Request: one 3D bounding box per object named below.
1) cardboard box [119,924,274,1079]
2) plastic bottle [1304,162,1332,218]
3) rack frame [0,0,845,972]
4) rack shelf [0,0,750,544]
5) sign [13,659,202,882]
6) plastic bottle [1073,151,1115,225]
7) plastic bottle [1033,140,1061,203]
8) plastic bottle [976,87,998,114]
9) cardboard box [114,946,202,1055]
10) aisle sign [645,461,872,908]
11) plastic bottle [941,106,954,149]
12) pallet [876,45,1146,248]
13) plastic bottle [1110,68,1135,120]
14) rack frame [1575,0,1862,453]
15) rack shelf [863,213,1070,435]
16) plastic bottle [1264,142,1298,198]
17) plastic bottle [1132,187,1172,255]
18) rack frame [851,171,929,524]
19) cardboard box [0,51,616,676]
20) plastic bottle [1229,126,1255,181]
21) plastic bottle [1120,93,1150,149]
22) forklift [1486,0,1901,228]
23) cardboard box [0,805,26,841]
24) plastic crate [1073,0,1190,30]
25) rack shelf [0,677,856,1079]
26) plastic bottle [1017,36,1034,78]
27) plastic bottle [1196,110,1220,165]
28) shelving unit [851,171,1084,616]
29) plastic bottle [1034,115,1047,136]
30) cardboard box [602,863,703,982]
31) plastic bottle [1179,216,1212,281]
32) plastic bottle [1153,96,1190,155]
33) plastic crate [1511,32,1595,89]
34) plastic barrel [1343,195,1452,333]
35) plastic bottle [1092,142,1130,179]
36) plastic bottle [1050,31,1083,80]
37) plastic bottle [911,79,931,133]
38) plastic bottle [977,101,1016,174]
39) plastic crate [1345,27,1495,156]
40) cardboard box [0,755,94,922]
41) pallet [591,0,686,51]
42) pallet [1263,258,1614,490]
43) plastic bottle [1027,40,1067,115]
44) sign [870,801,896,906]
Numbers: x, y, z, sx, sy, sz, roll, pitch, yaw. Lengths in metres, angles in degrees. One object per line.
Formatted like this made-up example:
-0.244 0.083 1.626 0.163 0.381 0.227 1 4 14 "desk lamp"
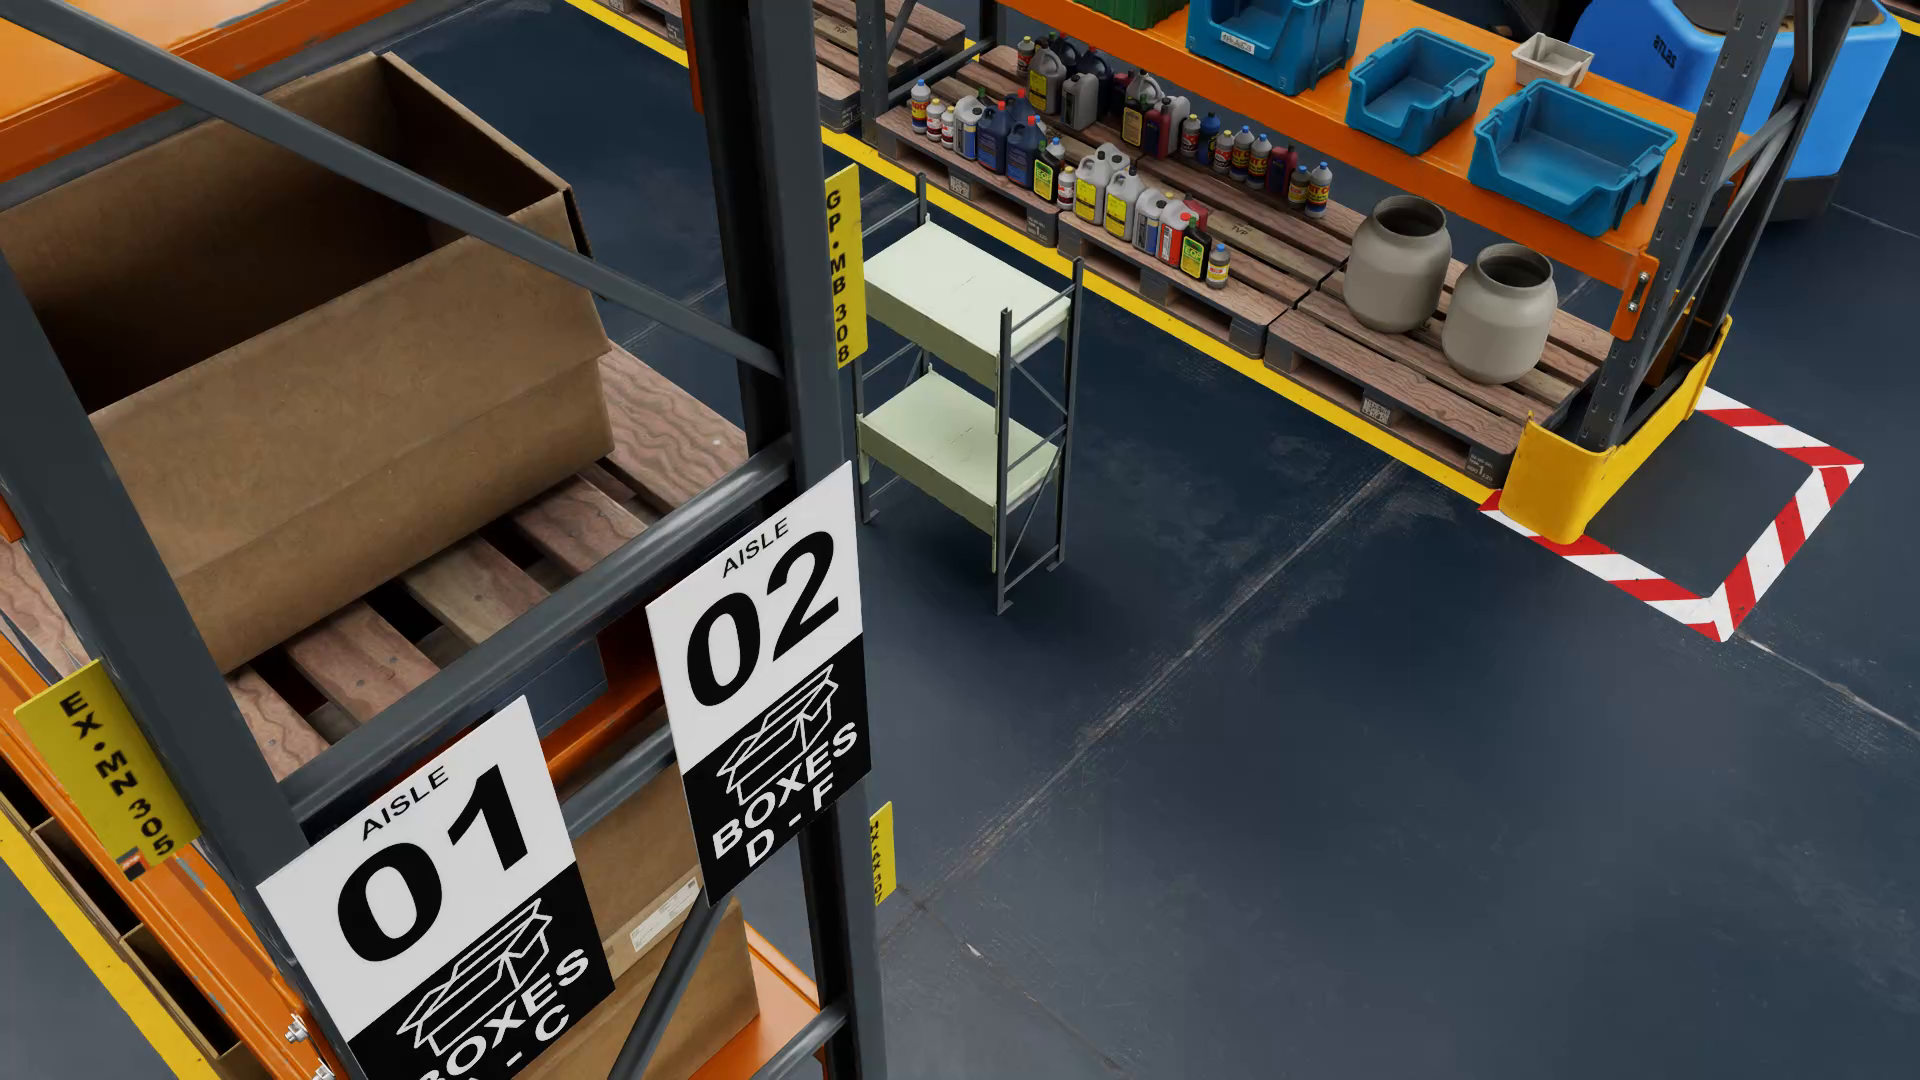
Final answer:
-1.894 1.227 4.624 0.500 0.500 0.500 34 55 28 "cardboard box"
1.688 -1.653 7.814 0.097 0.271 0.097 0 47 0 "plastic bottle"
-0.553 -0.775 1.305 0.127 3.000 1.000 34 55 28 "rack frame"
-2.023 -1.381 2.641 4.000 0.370 1.077 34 55 28 "rack shelf"
-0.932 0.260 1.838 0.005 0.325 0.100 34 55 28 "sign"
0.632 -1.670 7.776 0.185 0.351 0.144 34 55 27 "plastic bottle"
0.413 -1.753 7.900 0.061 0.283 0.133 -36 56 -29 "plastic bottle"
0.134 -2.091 8.218 0.133 0.283 0.061 34 55 28 "plastic bottle"
-2.258 1.234 5.132 0.500 0.250 0.500 34 55 28 "cardboard box"
-0.297 0.257 2.668 0.004 0.787 0.394 34 55 28 "aisle sign"
-0.044 -2.051 8.236 0.097 0.201 0.097 0 47 0 "plastic bottle"
0.335 -2.042 8.522 1.213 0.211 1.003 34 55 28 "pallet"
0.827 -2.255 8.371 0.061 0.283 0.133 -35 56 -28 "plastic bottle"
2.809 -1.373 5.982 0.127 3.000 1.000 34 55 28 "rack frame"
0.005 -0.777 5.916 0.720 0.370 0.431 34 55 28 "rack shelf"
1.534 -1.779 7.924 0.133 0.283 0.061 35 56 28 "plastic bottle"
0.893 -1.473 7.642 0.135 0.276 0.152 32 55 27 "plastic bottle"
-0.264 -0.691 6.370 0.023 1.500 0.400 34 55 28 "rack frame"
-0.973 -0.262 2.426 0.797 0.503 0.637 -34 56 -28 "cardboard box"
1.363 -1.872 8.020 0.097 0.271 0.097 0 47 0 "plastic bottle"
0.866 -2.085 8.212 0.133 0.283 0.061 34 55 28 "plastic bottle"
3.536 -3.577 8.098 1.130 2.935 3.031 -6 47 -6 "forklift"
-2.994 0.740 5.596 0.500 0.250 0.500 34 55 28 "cardboard box"
0.676 -2.456 7.144 0.662 0.188 0.450 34 55 28 "plastic crate"
-2.023 0.536 4.683 4.000 0.370 1.077 34 55 28 "rack shelf"
0.348 -2.531 8.687 0.097 0.201 0.097 0 47 0 "plastic bottle"
1.214 -1.972 8.114 0.097 0.271 0.097 0 47 0 "plastic bottle"
0.005 -0.510 6.200 0.755 1.500 0.431 34 55 28 "shelving unit"
0.370 -1.939 8.083 0.097 0.271 0.097 0 47 0 "plastic bottle"
-0.696 0.713 3.509 0.250 0.149 0.380 34 55 27 "cardboard box"
1.064 -1.315 7.489 0.133 0.283 0.061 35 56 28 "plastic bottle"
1.033 -2.068 8.201 0.135 0.276 0.152 35 56 28 "plastic bottle"
2.370 -1.898 6.655 0.250 0.136 0.298 34 55 28 "plastic crate"
1.905 -1.198 7.235 0.421 0.512 0.421 0 47 0 "plastic barrel"
0.714 -1.736 7.889 0.135 0.276 0.152 34 55 28 "plastic bottle"
0.538 -2.431 8.490 0.185 0.351 0.144 33 55 27 "plastic bottle"
-0.194 -2.175 8.304 0.097 0.271 0.097 0 47 0 "plastic bottle"
0.181 -1.973 8.061 0.185 0.351 0.144 35 56 29 "plastic bottle"
1.765 -1.734 6.422 0.408 0.251 0.499 34 55 28 "plastic crate"
-2.629 0.733 5.088 0.500 0.500 0.500 34 55 28 "cardboard box"
-1.635 -3.367 9.767 1.213 0.211 1.003 34 55 28 "pallet"
2.128 -0.836 7.390 1.213 0.211 1.003 34 55 28 "pallet"
0.441 -2.354 8.417 0.185 0.351 0.144 34 55 28 "plastic bottle"
-0.172 0.661 3.424 0.005 0.325 0.100 34 55 28 "sign"
